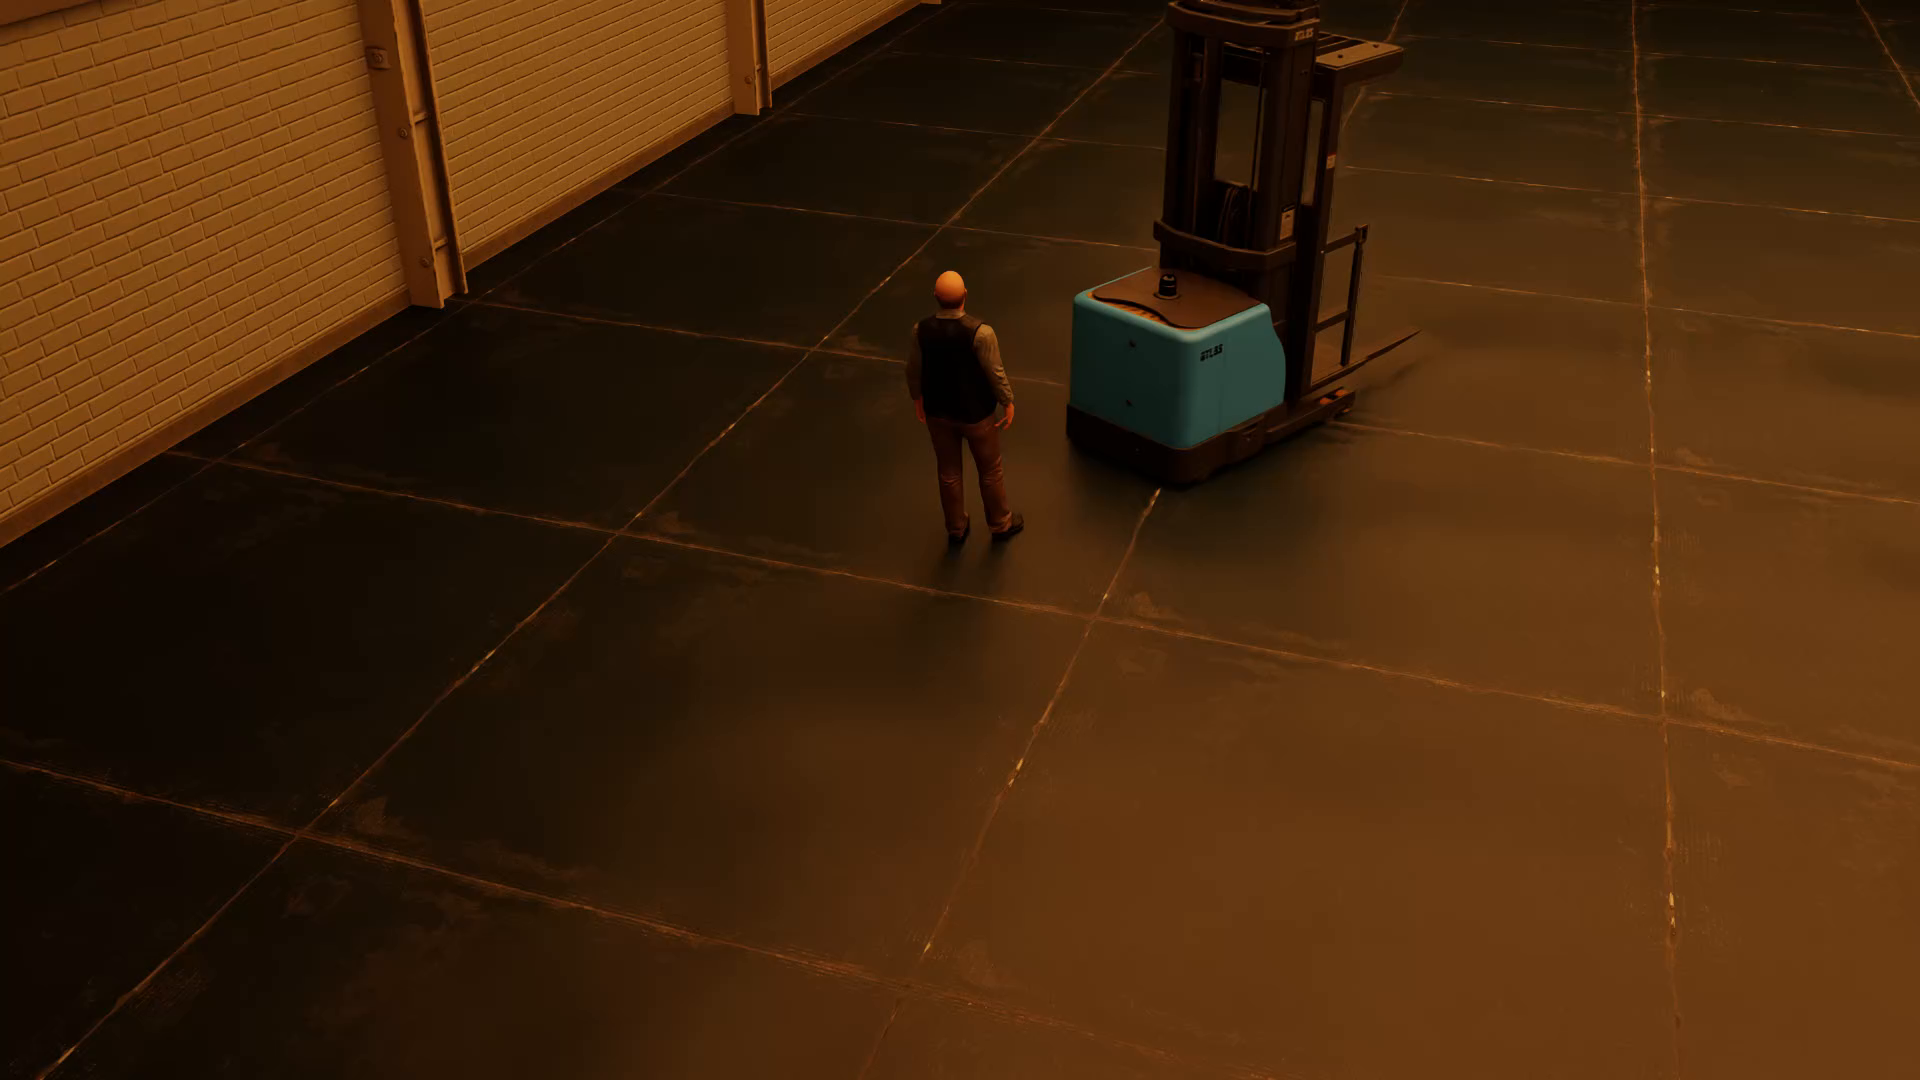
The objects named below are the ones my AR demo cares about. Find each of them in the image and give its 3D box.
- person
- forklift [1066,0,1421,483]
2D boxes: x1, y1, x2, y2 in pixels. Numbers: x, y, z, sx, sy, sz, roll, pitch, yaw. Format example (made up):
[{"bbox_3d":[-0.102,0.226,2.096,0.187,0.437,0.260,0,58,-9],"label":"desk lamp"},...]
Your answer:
[{"bbox_3d":[0.028,-0.782,9.715,0.632,1.720,0.568,10,31,16],"label":"person"},{"bbox_3d":[2.124,-2.257,11.096,3.031,2.935,1.130,-26,38,-37],"label":"forklift"}]
